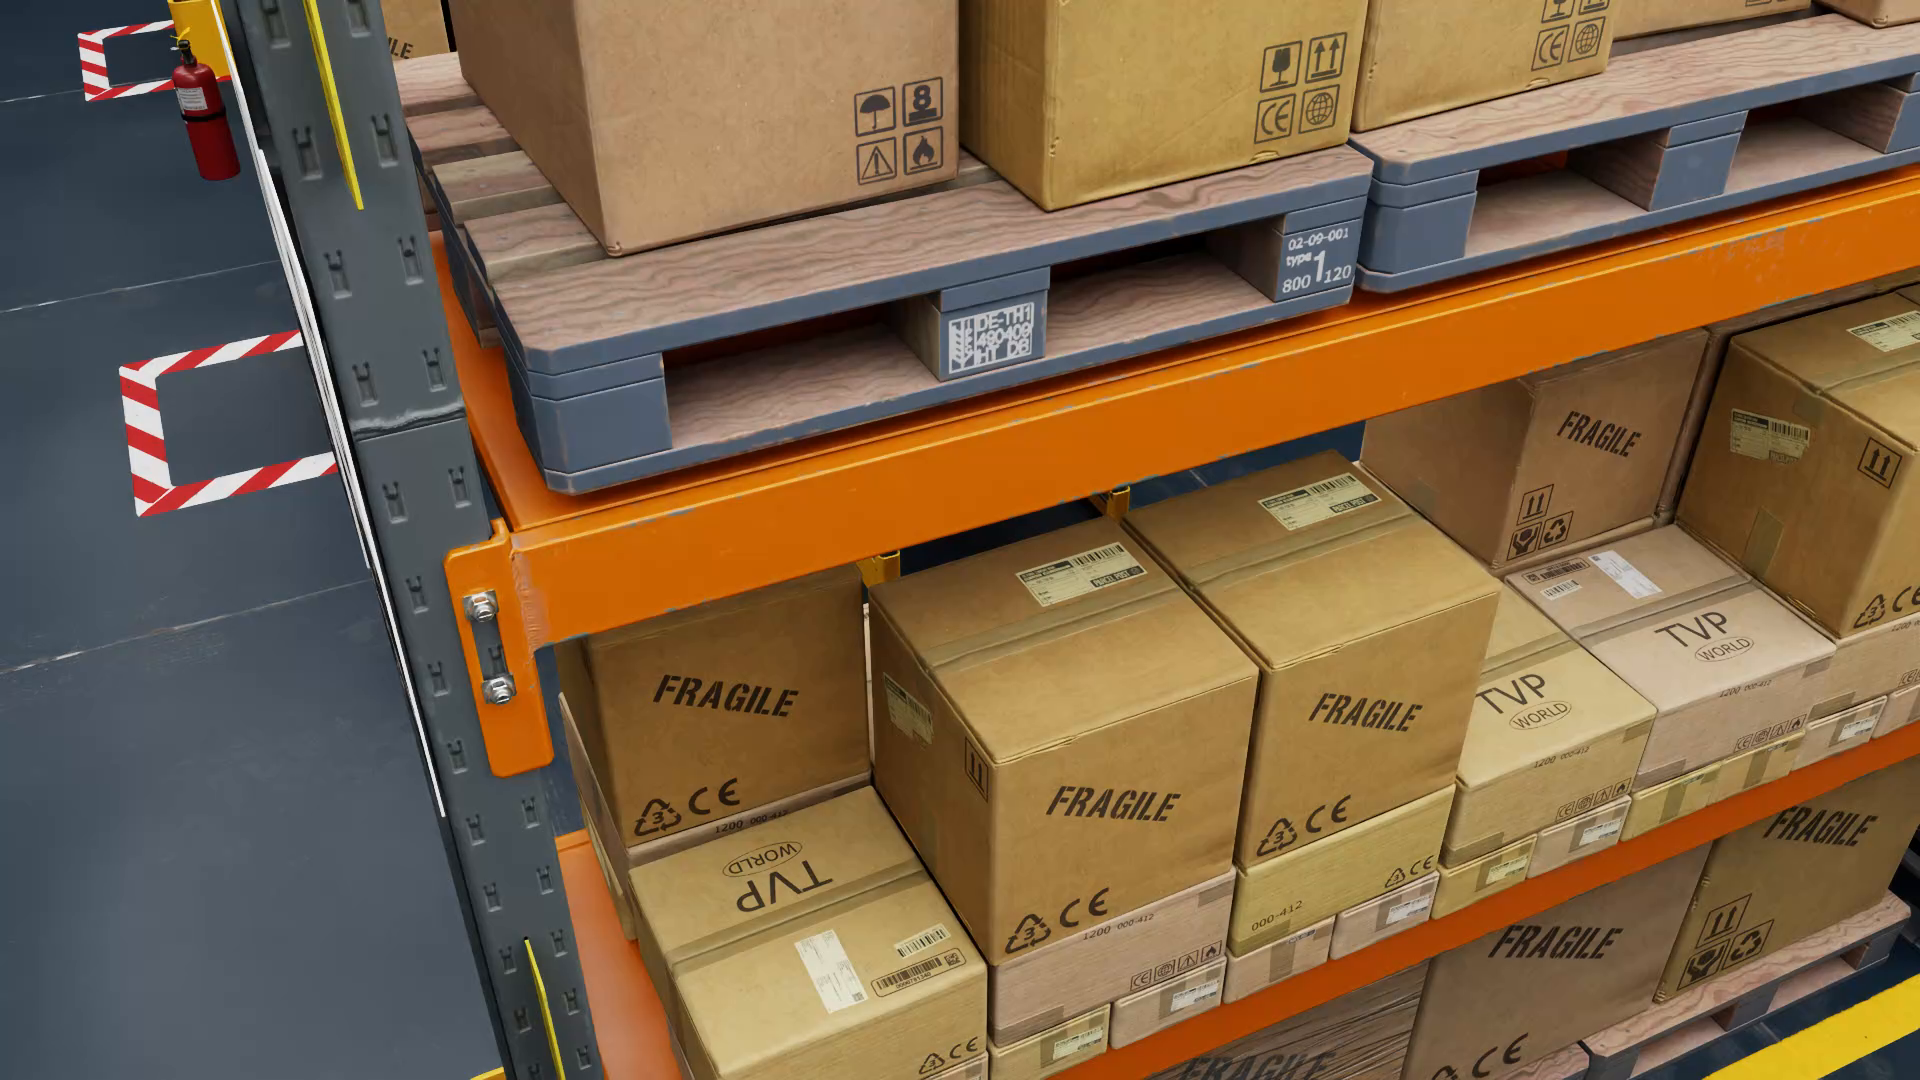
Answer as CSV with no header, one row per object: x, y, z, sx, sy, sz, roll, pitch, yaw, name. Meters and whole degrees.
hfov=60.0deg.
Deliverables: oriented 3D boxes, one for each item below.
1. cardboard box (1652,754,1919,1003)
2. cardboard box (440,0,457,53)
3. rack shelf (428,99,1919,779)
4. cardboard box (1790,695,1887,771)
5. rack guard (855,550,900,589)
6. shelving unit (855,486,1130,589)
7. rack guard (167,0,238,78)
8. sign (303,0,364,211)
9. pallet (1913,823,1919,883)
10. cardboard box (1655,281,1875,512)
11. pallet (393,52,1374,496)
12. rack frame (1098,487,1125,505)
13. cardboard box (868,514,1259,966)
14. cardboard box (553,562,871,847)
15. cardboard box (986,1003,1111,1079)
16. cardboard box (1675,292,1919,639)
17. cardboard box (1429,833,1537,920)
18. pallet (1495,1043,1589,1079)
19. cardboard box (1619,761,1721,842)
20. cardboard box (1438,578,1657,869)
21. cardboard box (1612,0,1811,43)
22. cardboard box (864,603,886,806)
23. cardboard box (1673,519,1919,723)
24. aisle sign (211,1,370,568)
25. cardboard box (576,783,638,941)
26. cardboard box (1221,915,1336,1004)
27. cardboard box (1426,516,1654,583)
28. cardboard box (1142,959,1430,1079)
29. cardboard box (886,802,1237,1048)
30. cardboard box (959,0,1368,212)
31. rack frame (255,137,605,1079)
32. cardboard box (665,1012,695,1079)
2.156,0.606,4.846,0.875,0.875,0.875,-16,39,-20,cardboard box
-1.852,-2.164,6.816,0.500,0.500,0.500,-16,39,-20,cardboard box
0.977,-0.612,3.143,4.000,0.370,1.077,-16,39,-20,rack shelf
1.952,0.347,3.975,0.250,0.149,0.380,-15,39,-19,cardboard box
-0.382,0.006,6.532,0.087,0.250,0.587,-16,39,-20,rack guard
0.069,-0.622,6.329,1.083,1.500,0.587,-16,39,-20,shelving unit
-5.066,-3.524,11.082,0.348,0.500,1.175,-16,39,-20,rack guard
-0.603,-0.477,1.557,0.005,0.325,0.100,-16,39,-20,sign
3.454,0.681,5.654,1.213,0.211,1.003,-16,39,-20,pallet
1.796,-0.459,4.098,0.500,0.500,0.500,-16,39,-20,cardboard box
-0.166,-0.553,2.534,1.213,0.211,1.003,-16,39,-20,pallet
0.537,-0.753,6.506,0.032,1.500,0.500,-16,39,-20,rack frame
0.168,0.347,3.011,0.500,0.500,0.500,-17,40,-21,cardboard box
-0.504,0.184,3.230,0.500,0.500,0.500,-15,39,-19,cardboard box
0.091,0.868,3.272,0.250,0.149,0.380,-17,40,-21,cardboard box
2.030,-0.178,3.719,0.500,0.500,0.500,-15,39,-19,cardboard box
1.020,0.609,3.622,0.250,0.149,0.380,-17,40,-21,cardboard box
0.960,1.379,4.714,1.213,0.211,1.003,-16,39,-20,pallet
1.487,0.478,3.799,0.250,0.149,0.380,-16,40,-21,cardboard box
1.110,0.379,3.597,0.500,0.250,0.500,-16,40,-21,cardboard box
1.082,-1.236,2.861,0.500,0.500,0.700,-14,39,-18,cardboard box
-0.048,0.357,3.627,0.500,0.250,0.500,-16,40,-21,cardboard box
2.032,0.124,3.941,0.500,0.250,0.500,-14,39,-19,cardboard box
-1.026,-0.378,2.559,0.004,0.787,0.394,-16,39,-20,aisle sign
-0.651,0.643,3.576,0.250,0.149,0.380,-15,39,-19,cardboard box
0.557,0.738,3.448,0.250,0.149,0.380,-16,40,-21,cardboard box
1.332,-0.027,4.144,0.500,0.250,0.500,-15,39,-19,cardboard box
0.536,1.059,4.235,0.875,0.875,0.875,-16,39,-20,cardboard box
0.183,0.640,3.246,0.500,0.250,0.500,-16,39,-20,cardboard box
0.175,-0.882,2.383,0.500,0.500,0.700,-17,40,-22,cardboard box
-0.834,0.810,3.140,0.127,3.000,1.000,-16,39,-20,rack frame
-0.372,0.999,3.096,0.250,0.149,0.380,-15,39,-19,cardboard box
